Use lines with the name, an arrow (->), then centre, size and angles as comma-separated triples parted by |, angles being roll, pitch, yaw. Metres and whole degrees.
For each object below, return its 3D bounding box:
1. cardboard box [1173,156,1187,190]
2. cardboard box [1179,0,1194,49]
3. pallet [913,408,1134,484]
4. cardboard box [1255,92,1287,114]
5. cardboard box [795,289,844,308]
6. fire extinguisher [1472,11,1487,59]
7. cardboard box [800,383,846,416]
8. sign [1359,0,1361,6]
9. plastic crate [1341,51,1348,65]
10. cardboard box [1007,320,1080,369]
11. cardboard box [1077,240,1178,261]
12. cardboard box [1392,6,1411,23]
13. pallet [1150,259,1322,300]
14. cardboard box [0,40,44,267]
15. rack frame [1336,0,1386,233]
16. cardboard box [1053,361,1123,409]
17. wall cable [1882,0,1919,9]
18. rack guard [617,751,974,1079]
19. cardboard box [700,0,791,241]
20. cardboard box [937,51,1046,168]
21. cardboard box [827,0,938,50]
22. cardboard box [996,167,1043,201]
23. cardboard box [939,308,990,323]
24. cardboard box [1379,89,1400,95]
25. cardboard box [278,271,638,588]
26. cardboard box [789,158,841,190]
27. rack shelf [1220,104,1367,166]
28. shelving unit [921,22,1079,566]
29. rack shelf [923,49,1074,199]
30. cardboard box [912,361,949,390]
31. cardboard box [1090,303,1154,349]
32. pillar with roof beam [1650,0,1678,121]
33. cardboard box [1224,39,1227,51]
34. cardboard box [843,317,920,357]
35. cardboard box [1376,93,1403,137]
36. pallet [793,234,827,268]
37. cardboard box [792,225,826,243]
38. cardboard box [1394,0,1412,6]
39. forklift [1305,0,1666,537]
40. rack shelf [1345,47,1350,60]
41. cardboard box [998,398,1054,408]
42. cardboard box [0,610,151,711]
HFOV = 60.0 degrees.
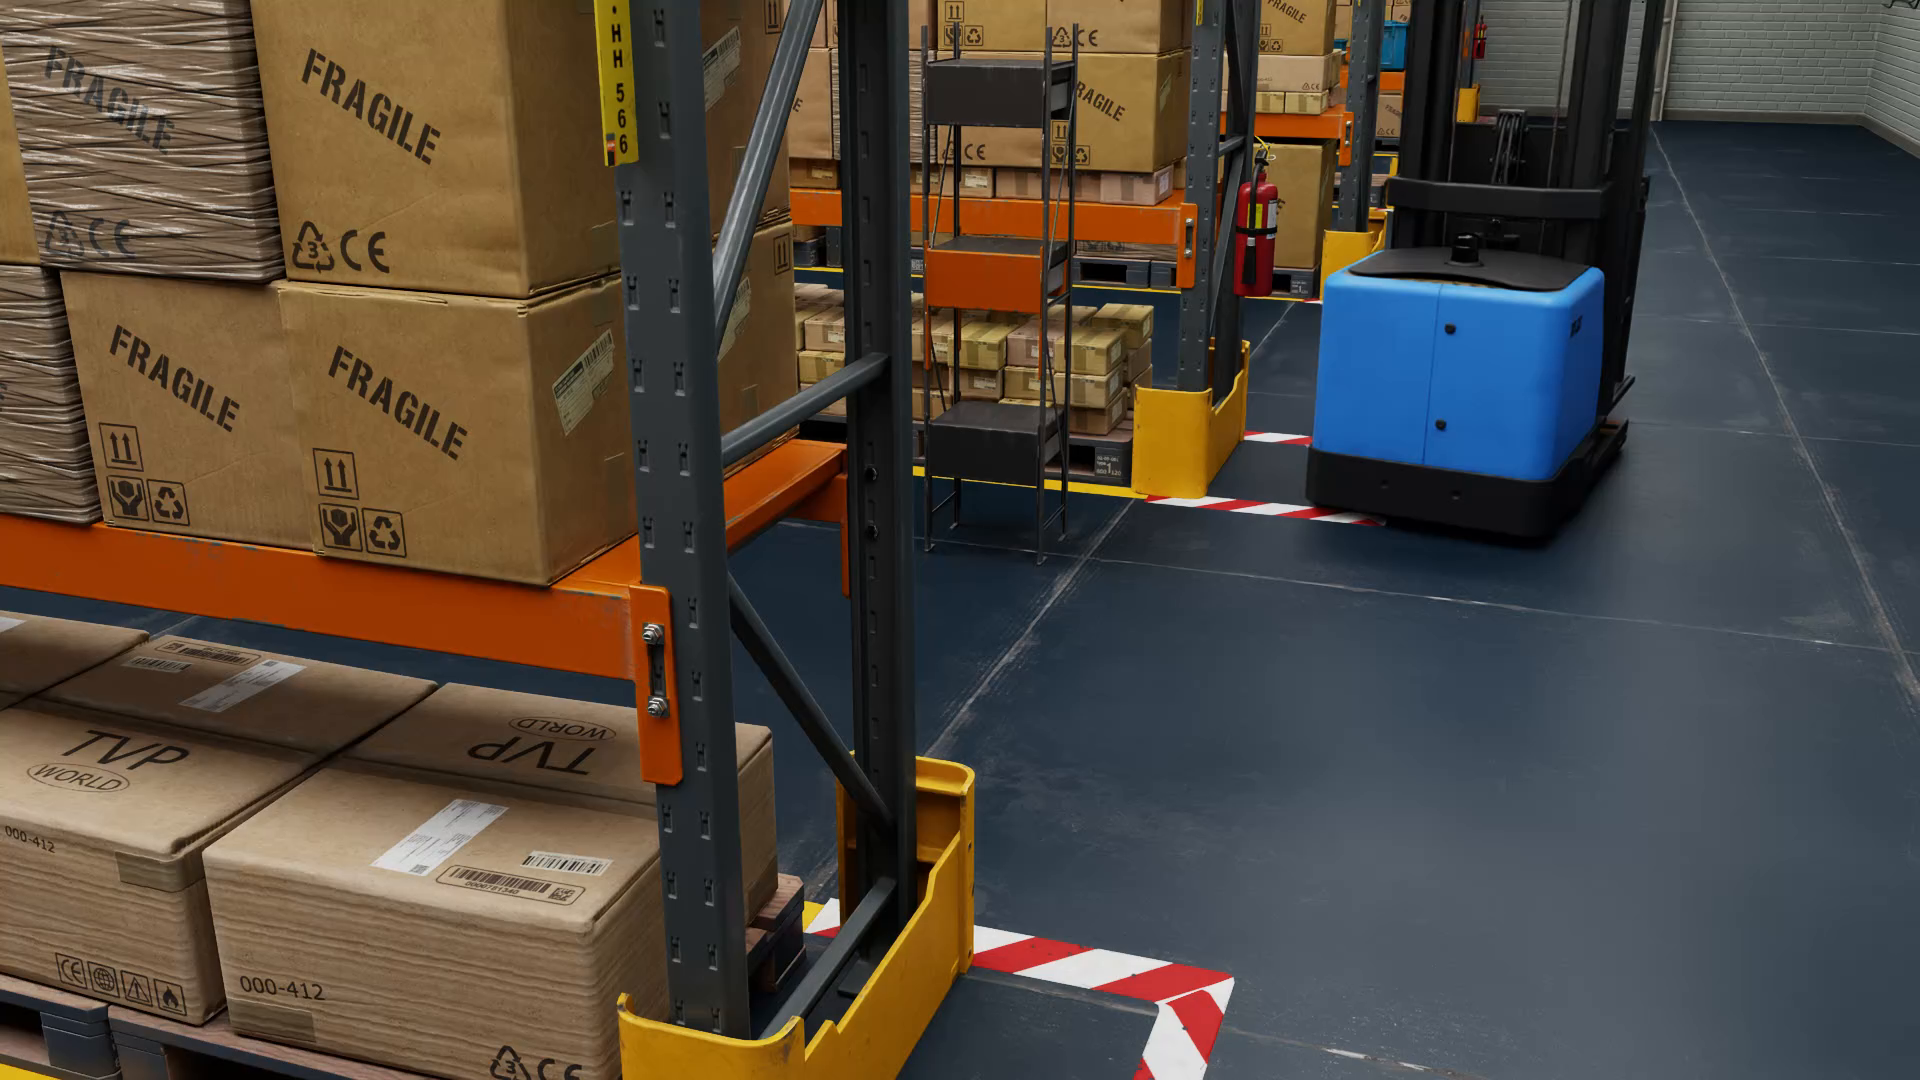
cardboard box -> 1.006, -1.807, 8.084 | 0.250, 0.149, 0.380 | 6, 20, 18
cardboard box -> 0.868, -2.579, 7.796 | 0.500, 0.500, 0.500 | 6, 20, 18
pallet -> 0.377, -0.579, 8.416 | 1.213, 0.211, 1.003 | 7, 20, 18
cardboard box -> 2.238, -3.165, 11.980 | 0.250, 0.149, 0.380 | 7, 20, 19
cardboard box -> -0.697, -1.217, 8.800 | 0.250, 0.149, 0.380 | 7, 20, 18
fire extinguisher -> 7.796, -7.568, 24.913 | 0.183, 0.674, 0.296 | 7, 20, 18
cardboard box -> -0.609, -0.751, 8.366 | 0.250, 0.149, 0.380 | 7, 20, 19
sign -> 2.737, -3.811, 11.333 | 0.005, 0.325, 0.100 | 7, 20, 18
plastic crate -> 3.724, -4.795, 16.585 | 0.243, 0.136, 0.396 | 7, 20, 18
cardboard box -> 0.403, -0.945, 8.019 | 0.250, 0.149, 0.380 | 7, 20, 19
cardboard box -> 1.438, -2.657, 12.732 | 0.875, 0.875, 0.875 | 7, 20, 18
cardboard box -> 5.670, -6.410, 20.757 | 0.500, 0.500, 0.500 | 7, 20, 20
pallet -> 2.147, -2.065, 12.680 | 1.213, 0.211, 1.003 | 7, 20, 18
cardboard box -> -1.827, -0.838, 3.251 | 0.500, 0.500, 0.500 | 6, 20, 18
rack frame -> 2.928, -3.320, 12.043 | 0.127, 3.000, 1.000 | 7, 20, 18
cardboard box -> 0.613, -0.749, 7.910 | 0.250, 0.149, 0.380 | 6, 20, 17
wall cable -> 13.030, -8.585, 22.750 | 0.112, 2.526, 3.097 | 7, 20, 18
rack guard -> -0.301, 0.944, 3.607 | 0.348, 0.500, 1.175 | 7, 20, 18
cardboard box -> -0.684, -0.898, 3.425 | 0.500, 0.500, 0.500 | 6, 20, 17
cardboard box -> 0.211, -2.002, 7.658 | 0.500, 0.500, 0.500 | 6, 20, 17
cardboard box -> -0.282, -2.528, 7.650 | 0.500, 0.500, 0.500 | 8, 21, 21
cardboard box -> 0.340, -1.678, 7.715 | 0.250, 0.149, 0.380 | 6, 20, 18
cardboard box -> 0.064, -1.144, 8.591 | 0.250, 0.149, 0.380 | 6, 20, 15
cardboard box -> 6.638, -7.057, 25.923 | 0.500, 0.500, 0.700 | 6, 20, 18
cardboard box -> -0.867, -0.256, 3.100 | 0.500, 0.500, 0.500 | 7, 20, 18
cardboard box -> -0.640, -1.807, 8.086 | 0.250, 0.149, 0.380 | 7, 20, 19
rack shelf -> 1.039, -3.196, 12.781 | 4.000, 0.370, 1.077 | 7, 20, 18
shelving unit -> 0.156, -0.974, 6.679 | 0.503, 2.100, 0.431 | 7, 20, 18
rack shelf -> 0.156, -1.622, 6.453 | 0.480, 0.518, 0.431 | 7, 20, 18
cardboard box -> -0.099, -0.866, 8.245 | 0.250, 0.149, 0.380 | 6, 20, 17
cardboard box -> 0.821, -1.084, 8.417 | 0.250, 0.149, 0.380 | 6, 20, 16
pillar with roof beam -> 9.226, -9.412, 20.405 | 0.400, 9.000, 9.100 | 7, 20, 18
cardboard box -> 2.091, -3.933, 12.440 | 0.500, 0.500, 0.500 | 6, 20, 17
cardboard box -> -0.379, -0.993, 8.156 | 0.250, 0.149, 0.380 | 7, 21, 20
cardboard box -> 5.588, -5.409, 21.166 | 0.500, 0.500, 0.500 | 7, 20, 18
pallet -> -1.604, -2.495, 13.913 | 1.213, 0.211, 1.003 | 7, 20, 18
cardboard box -> -1.462, -3.010, 13.743 | 0.875, 0.875, 1.225 | 7, 20, 18
cardboard box -> 5.672, -6.881, 20.589 | 0.500, 0.500, 0.500 | 6, 20, 18
forklift -> 2.703, -1.835, 7.888 | 1.130, 2.935, 3.031 | 11, 22, 28
rack shelf -> 4.293, -6.276, 21.616 | 4.000, 0.370, 1.077 | 7, 20, 18
cardboard box -> 0.363, -0.629, 8.016 | 0.250, 0.149, 0.380 | 7, 20, 20
cardboard box -> -2.699, 0.539, 4.228 | 0.875, 0.438, 0.875 | 6, 20, 16
